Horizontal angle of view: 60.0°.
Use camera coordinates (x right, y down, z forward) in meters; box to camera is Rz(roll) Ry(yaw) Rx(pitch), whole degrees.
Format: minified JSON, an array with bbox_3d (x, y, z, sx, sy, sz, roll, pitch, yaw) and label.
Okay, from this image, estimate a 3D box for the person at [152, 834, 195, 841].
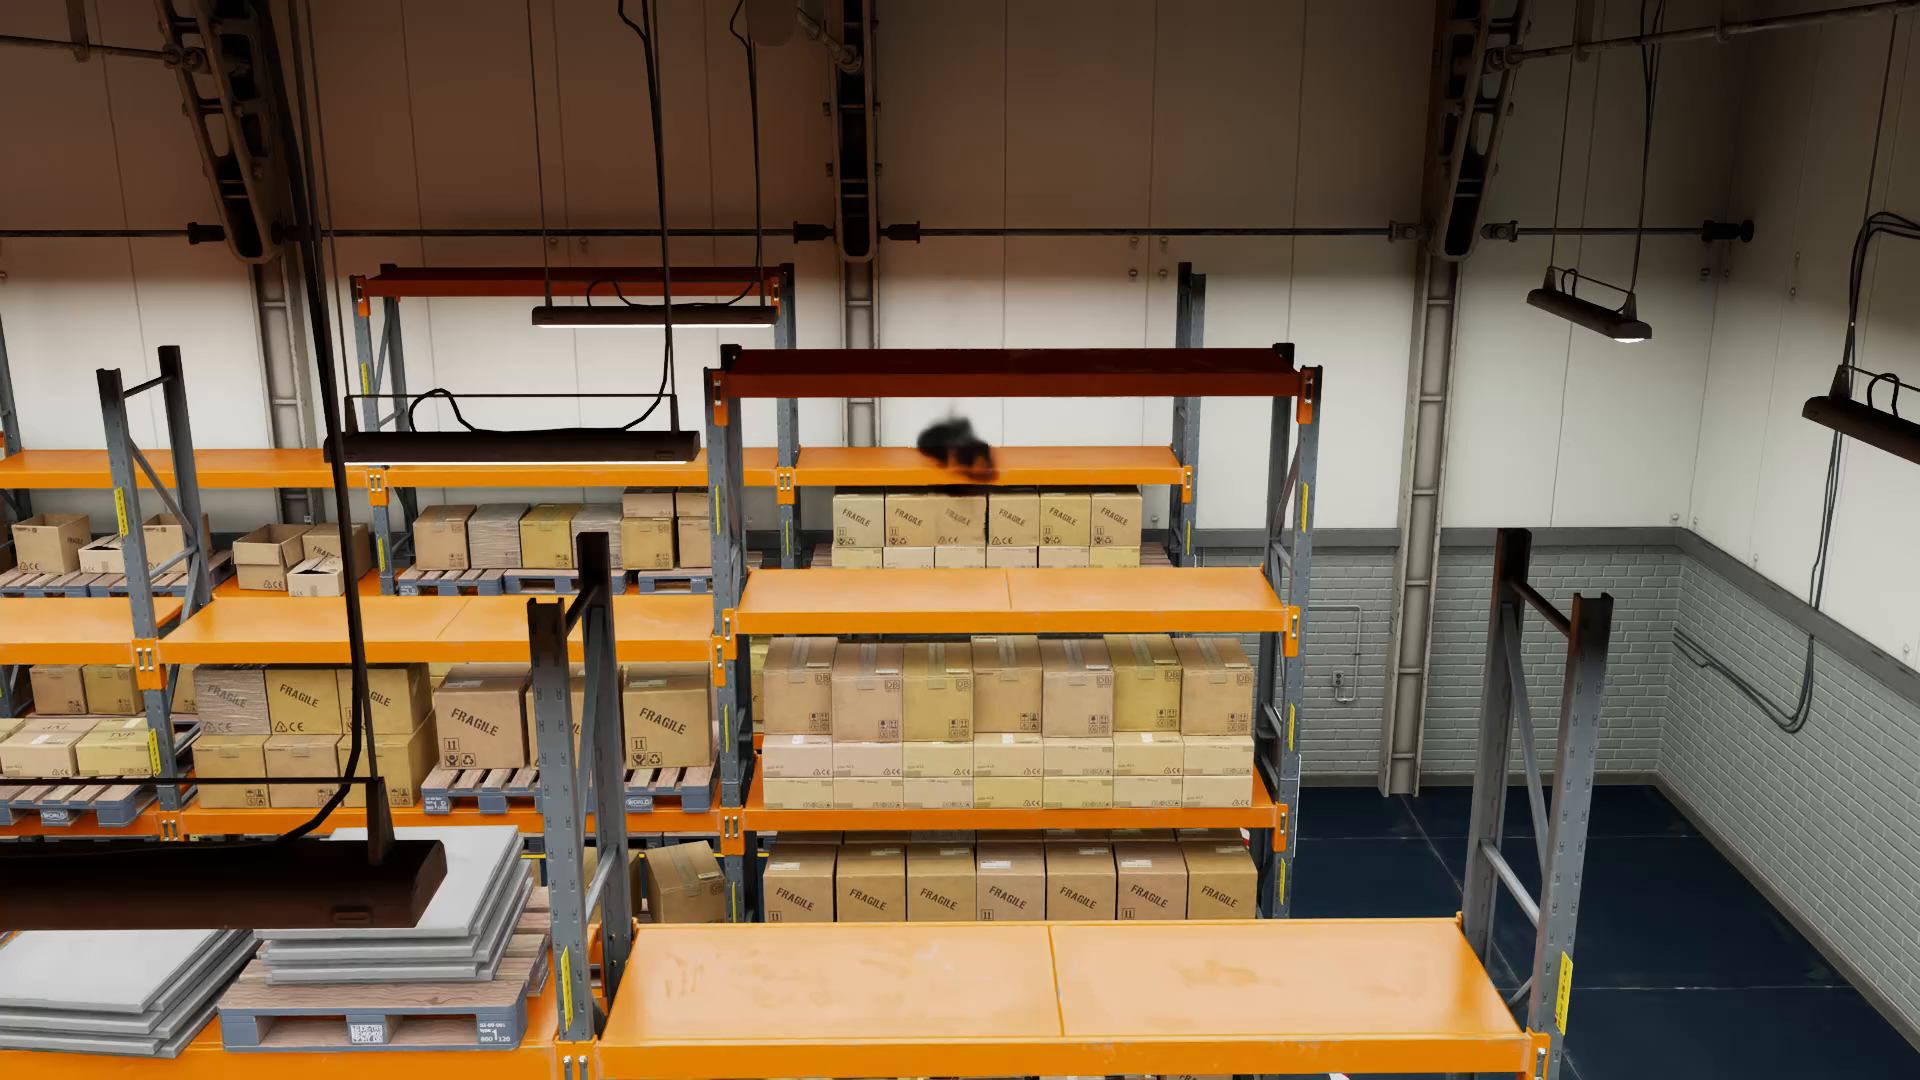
[{"bbox_3d":[-6.905,3.159,14.837,0.669,1.638,0.602,-3,16,-11],"label":"person"}]
